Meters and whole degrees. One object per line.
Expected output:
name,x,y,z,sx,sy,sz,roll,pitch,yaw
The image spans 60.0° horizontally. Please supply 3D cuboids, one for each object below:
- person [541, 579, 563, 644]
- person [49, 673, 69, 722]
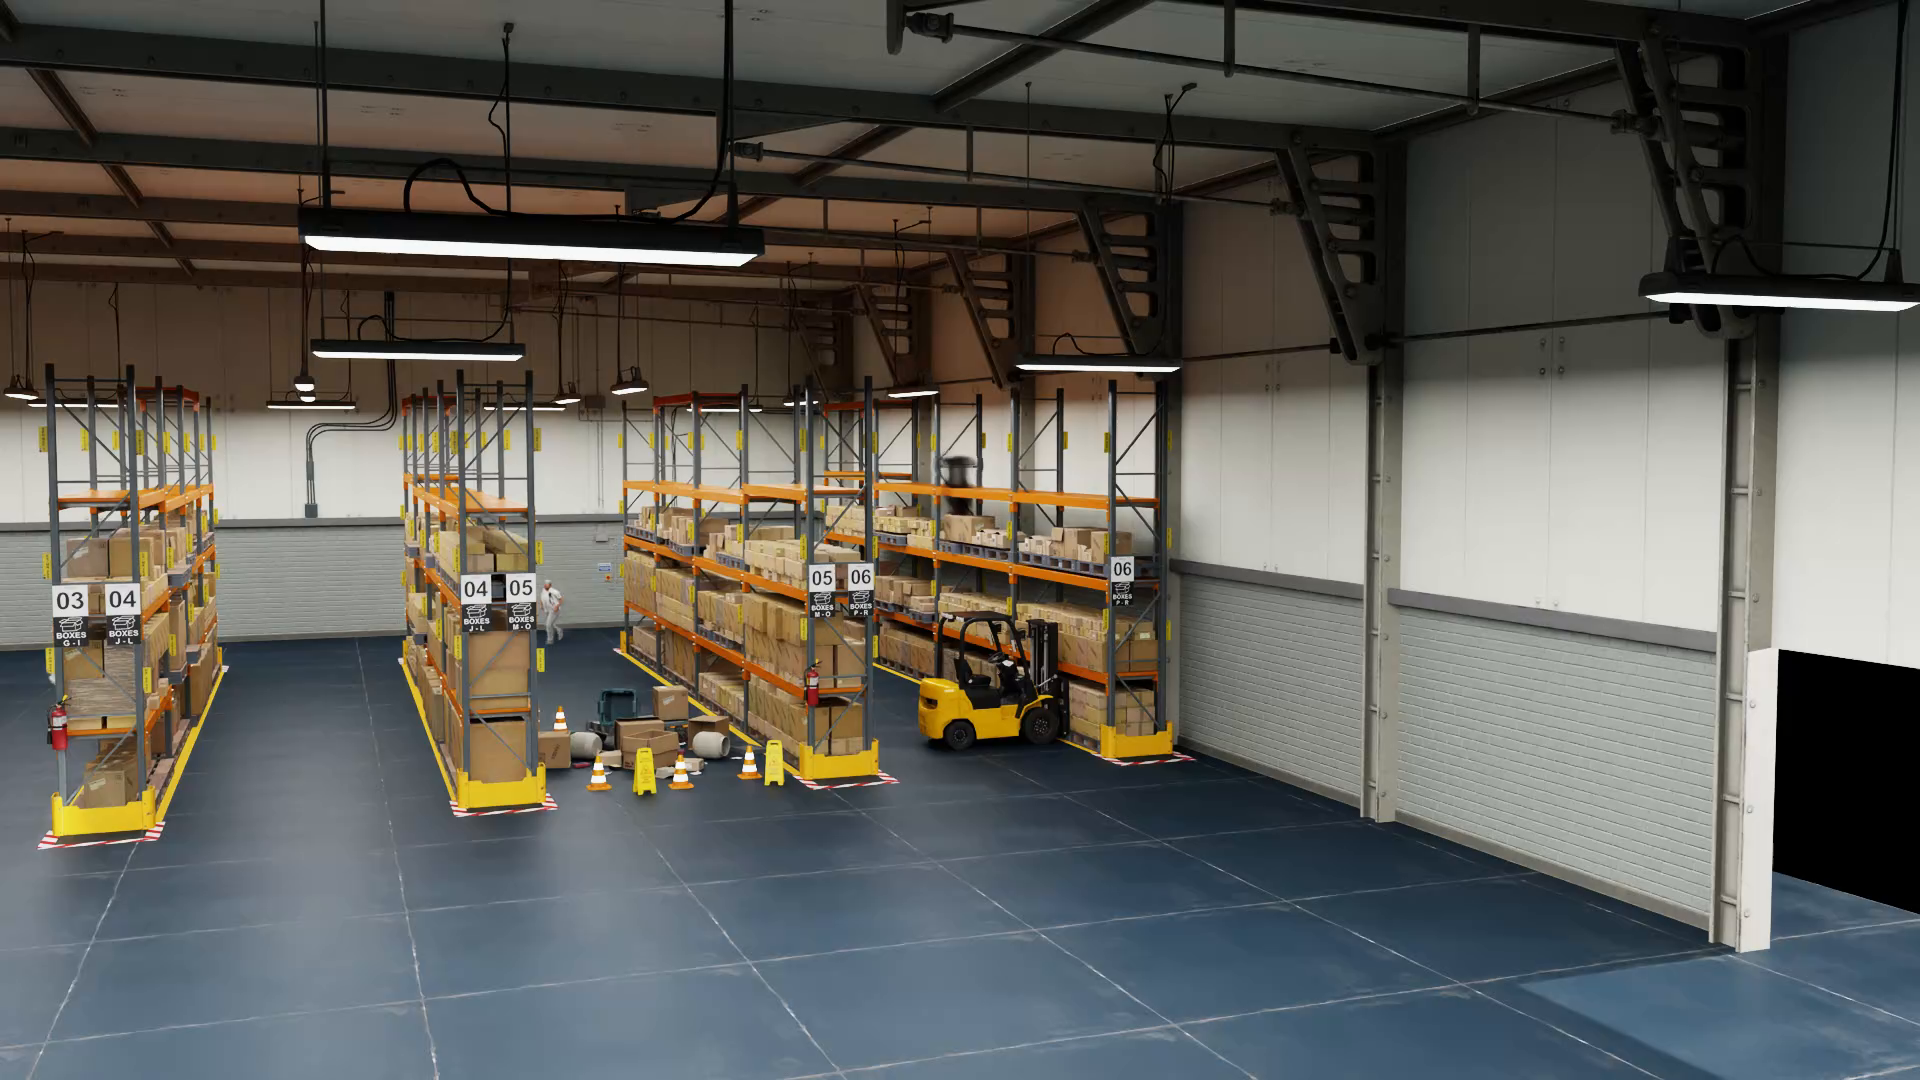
person,-10.165,1.775,41.608,0.607,1.620,0.737,2,4,31
person,-15.645,2.596,29.078,0.597,1.459,1.102,-3,4,-42
